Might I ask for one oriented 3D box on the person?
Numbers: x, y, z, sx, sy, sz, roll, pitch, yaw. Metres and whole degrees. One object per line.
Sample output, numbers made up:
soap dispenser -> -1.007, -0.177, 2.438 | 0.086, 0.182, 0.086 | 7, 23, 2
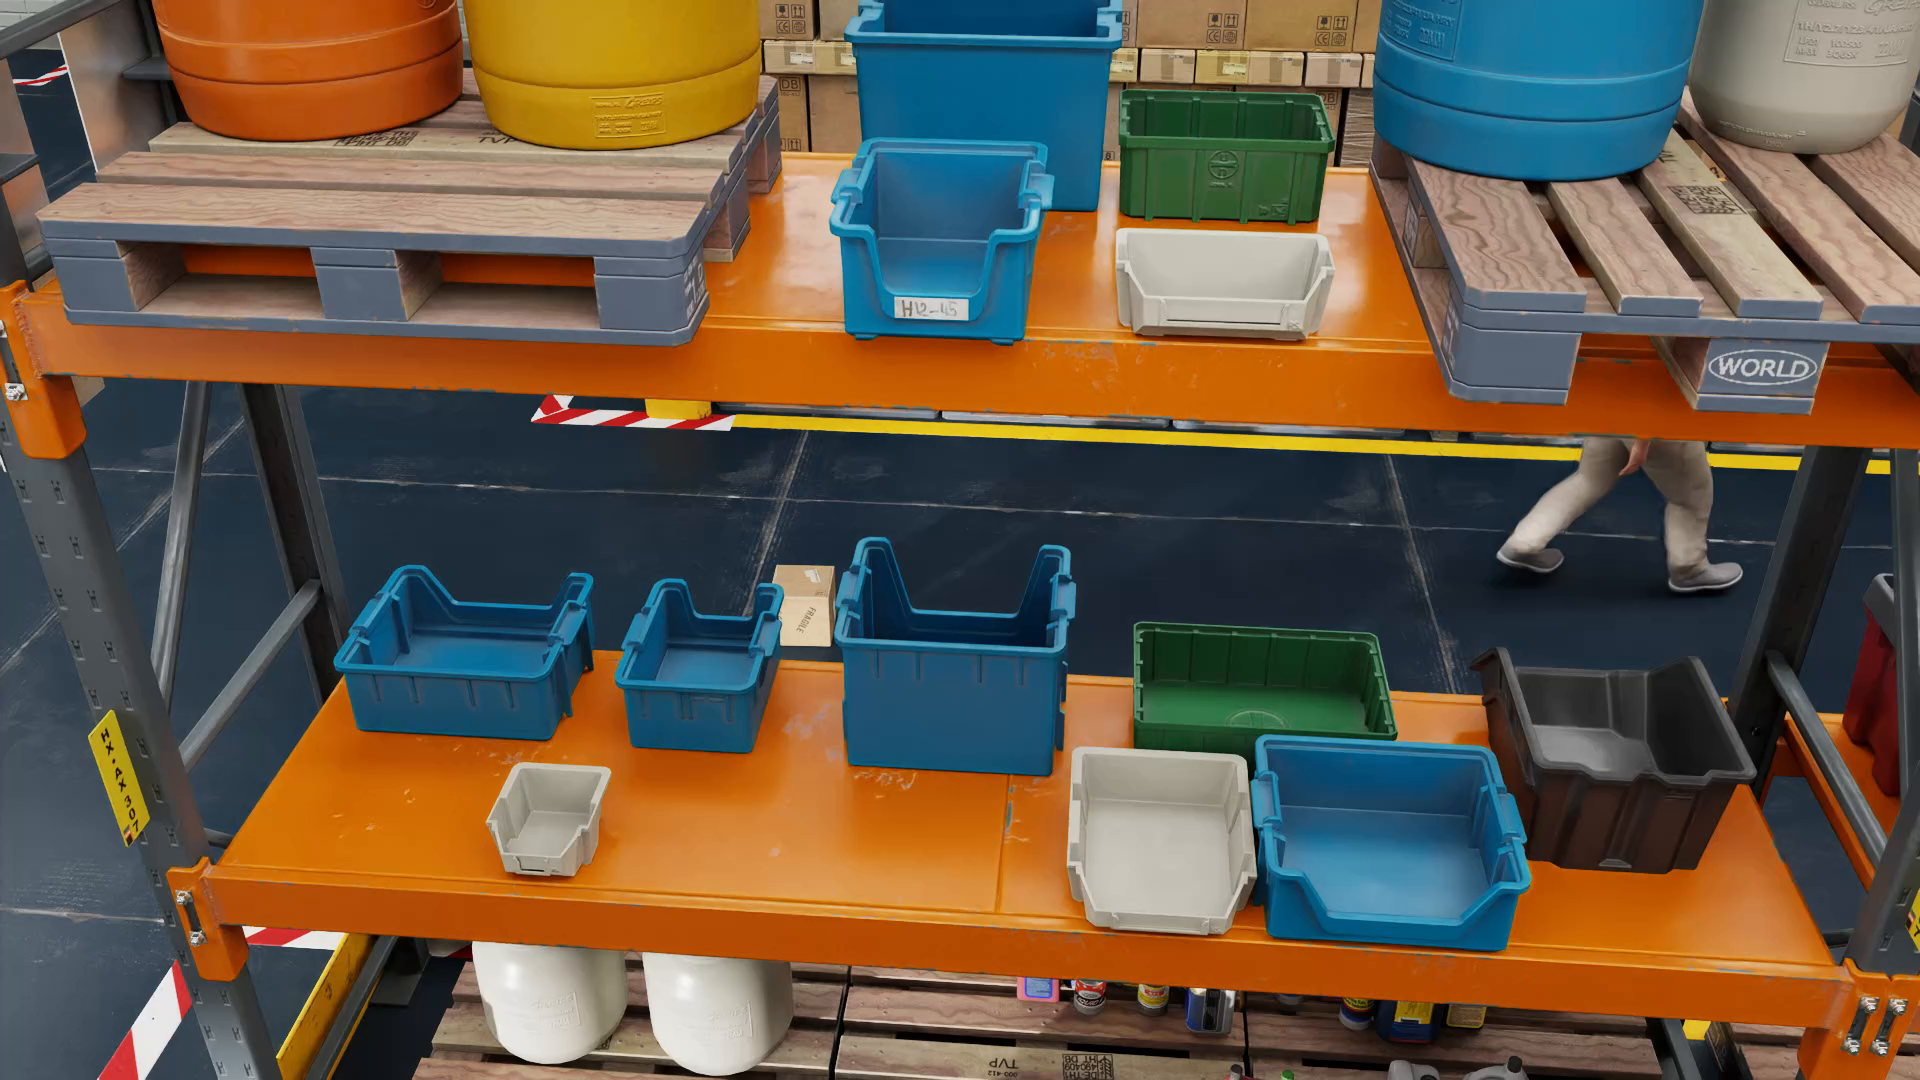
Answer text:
person -> 2.930, -0.534, 7.014 | 1.068, 1.672, 0.535 | -4, 32, -7
